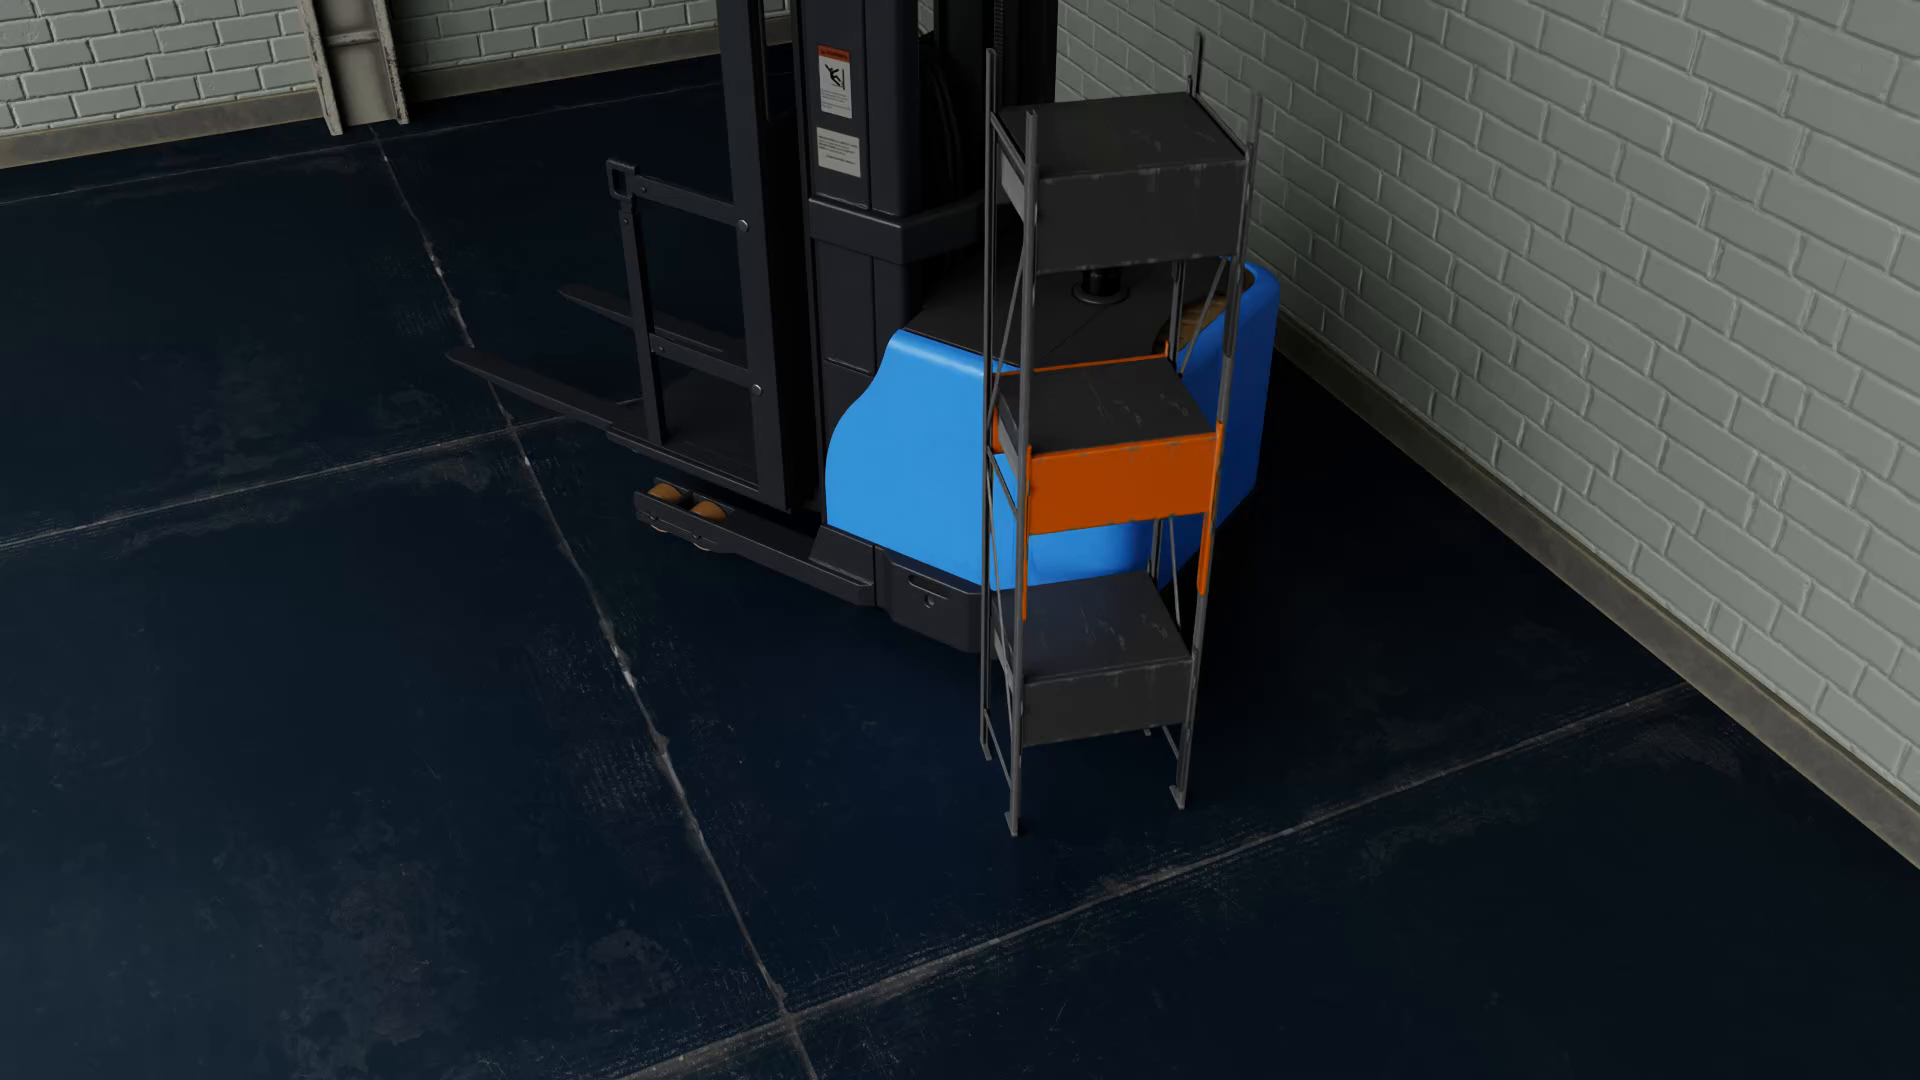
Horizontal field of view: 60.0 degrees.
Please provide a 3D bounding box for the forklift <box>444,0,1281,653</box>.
[{"bbox_3d":[-0.520,-1.381,5.152,3.031,2.935,1.130,21,42,26],"label":"forklift"}]

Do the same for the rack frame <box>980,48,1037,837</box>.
[{"bbox_3d":[0.109,-0.134,4.167,0.015,2.100,0.400,-8,37,-10],"label":"rack frame"}]

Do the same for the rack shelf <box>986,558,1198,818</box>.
[{"bbox_3d":[0.348,0.409,4.632,0.480,0.518,0.431,-8,37,-10],"label":"rack shelf"}]

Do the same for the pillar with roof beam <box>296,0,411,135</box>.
[{"bbox_3d":[-1.287,-3.506,2.923,0.400,9.000,9.100,-16,39,-20],"label":"pillar with roof beam"}]

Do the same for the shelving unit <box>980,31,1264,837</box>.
[{"bbox_3d":[0.347,-0.166,4.209,0.503,2.100,0.431,-8,37,-10],"label":"shelving unit"}]

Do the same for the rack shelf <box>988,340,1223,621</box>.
[{"bbox_3d":[0.347,-0.155,4.217,0.480,0.518,0.431,-8,37,-10],"label":"rack shelf"}]

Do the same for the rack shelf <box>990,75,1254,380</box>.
[{"bbox_3d":[0.346,-0.719,3.803,0.480,0.518,0.431,-8,37,-10],"label":"rack shelf"}]

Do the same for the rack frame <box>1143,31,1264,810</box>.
[{"bbox_3d":[0.585,-0.197,4.252,0.015,2.100,0.400,-8,37,-10],"label":"rack frame"}]
